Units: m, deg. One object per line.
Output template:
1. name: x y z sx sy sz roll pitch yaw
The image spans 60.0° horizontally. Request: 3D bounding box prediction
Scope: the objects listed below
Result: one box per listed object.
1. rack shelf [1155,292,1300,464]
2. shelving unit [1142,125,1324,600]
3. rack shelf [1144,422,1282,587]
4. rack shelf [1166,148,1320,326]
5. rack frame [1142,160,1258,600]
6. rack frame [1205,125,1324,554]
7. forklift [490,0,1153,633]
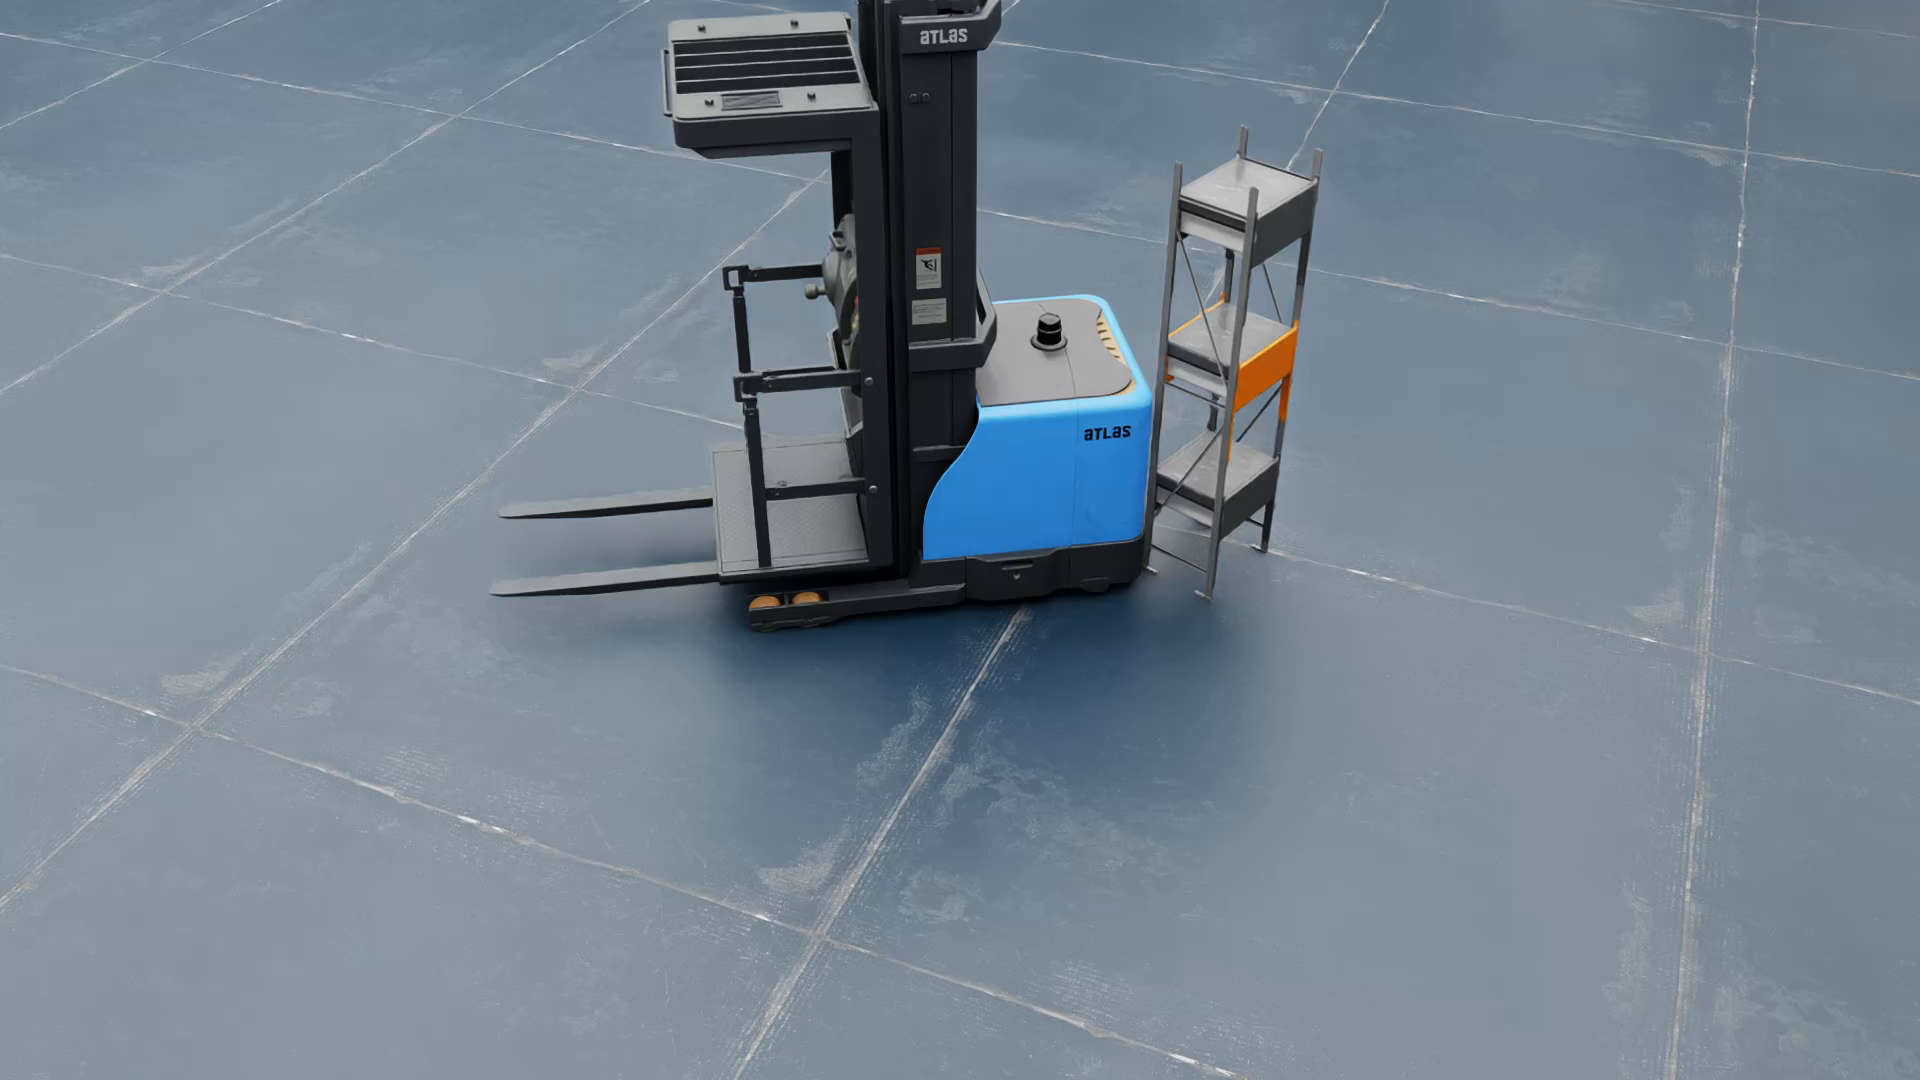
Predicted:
1. rack shelf: 1.197 -0.736 7.504 0.431 0.518 0.480 28 45 32
2. shelving unit: 1.197 -0.747 7.496 0.431 2.100 0.503 28 45 32
3. rack shelf: 1.197 -0.176 7.923 0.431 0.518 0.480 28 45 32
4. rack shelf: 1.197 -1.297 7.085 0.431 0.518 0.480 28 45 32
5. rack frame: 1.035 -0.638 7.350 0.400 2.100 0.015 28 45 32
6. rack frame: 1.360 -0.856 7.642 0.400 2.100 0.015 28 45 32
7. forklift: -0.695 -1.087 7.257 3.031 2.935 1.130 -6 37 -8
